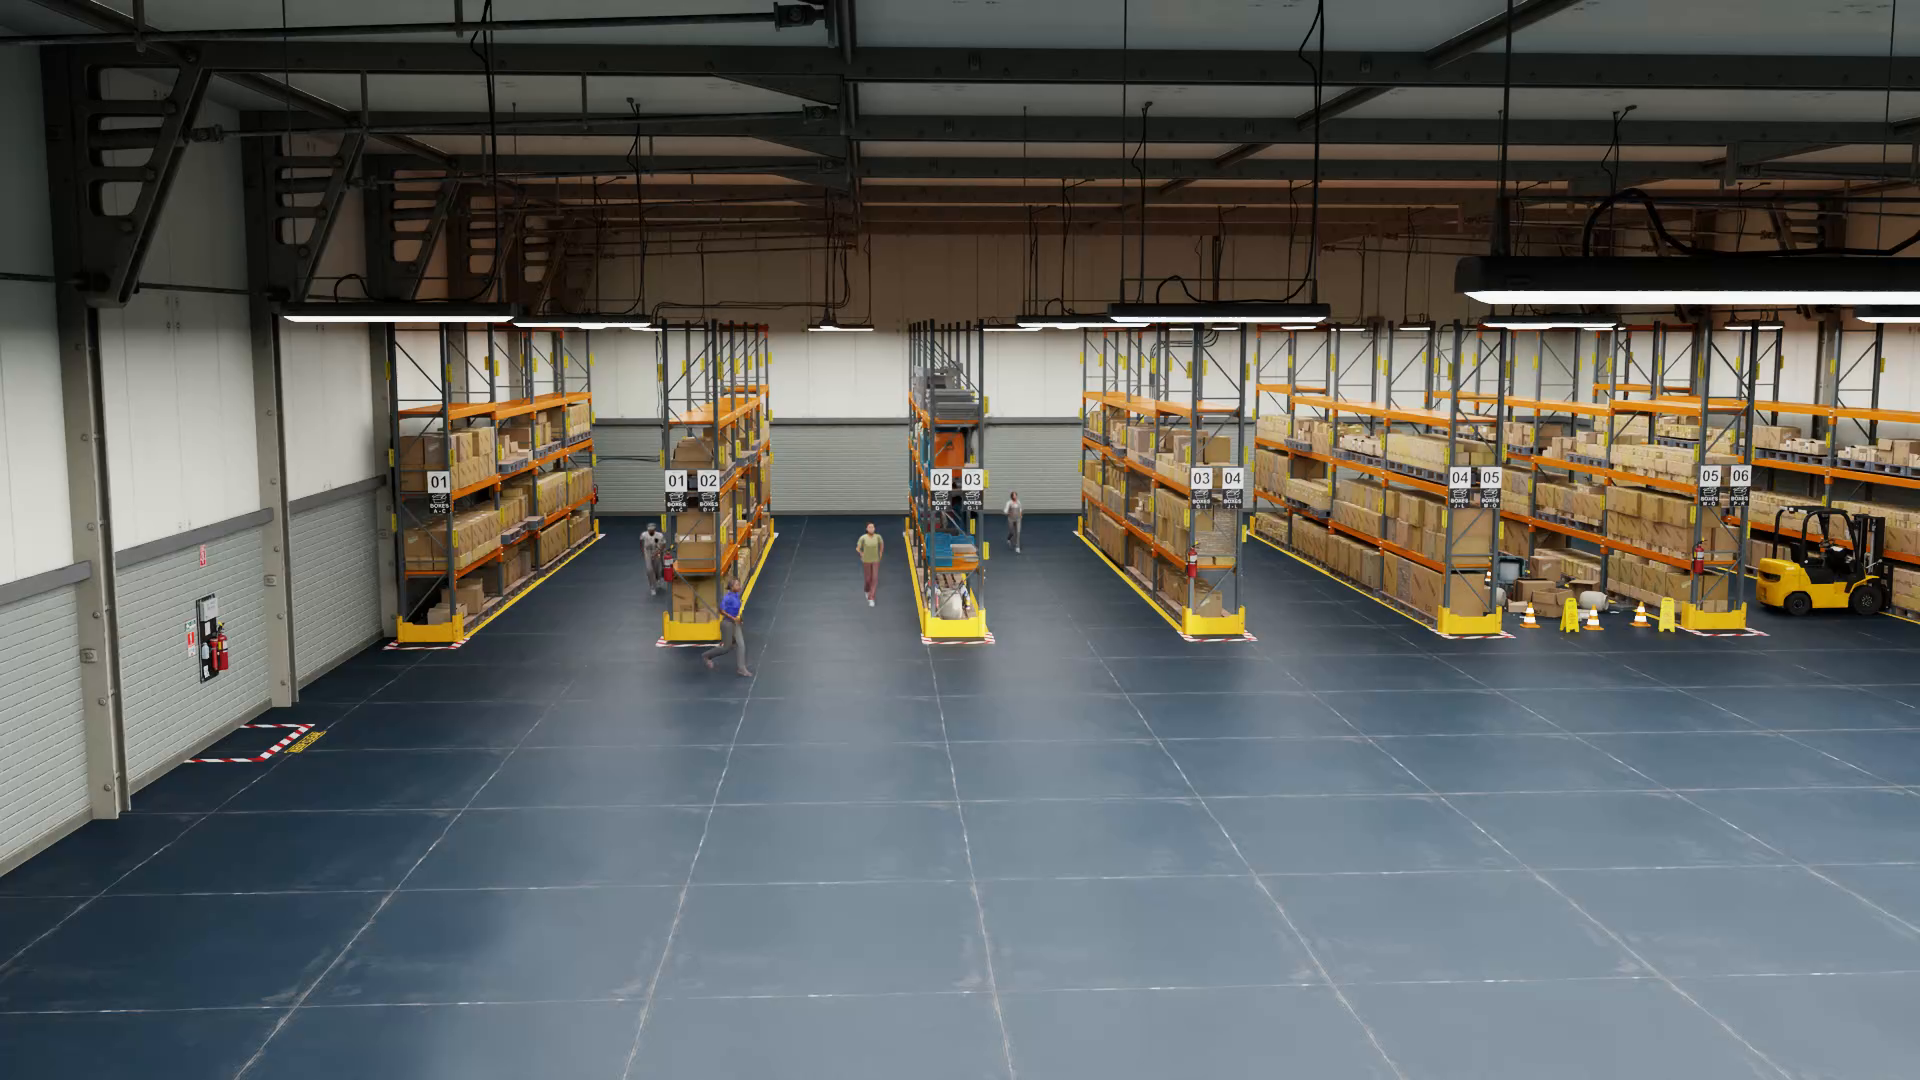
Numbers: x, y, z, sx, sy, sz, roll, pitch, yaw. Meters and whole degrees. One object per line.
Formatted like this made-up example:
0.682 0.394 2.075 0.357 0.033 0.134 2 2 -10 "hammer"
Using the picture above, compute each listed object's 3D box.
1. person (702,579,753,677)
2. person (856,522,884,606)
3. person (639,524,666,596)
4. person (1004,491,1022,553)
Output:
-3.906 1.466 28.018 0.928 1.650 0.599 2 7 15 "person"
-1.816 0.468 33.792 0.573 1.687 0.712 -1 7 -11 "person"
-6.821 0.396 37.014 0.611 1.624 0.986 0 7 0 "person"
1.422 -0.496 44.024 0.539 1.599 0.848 -2 7 -17 "person"
